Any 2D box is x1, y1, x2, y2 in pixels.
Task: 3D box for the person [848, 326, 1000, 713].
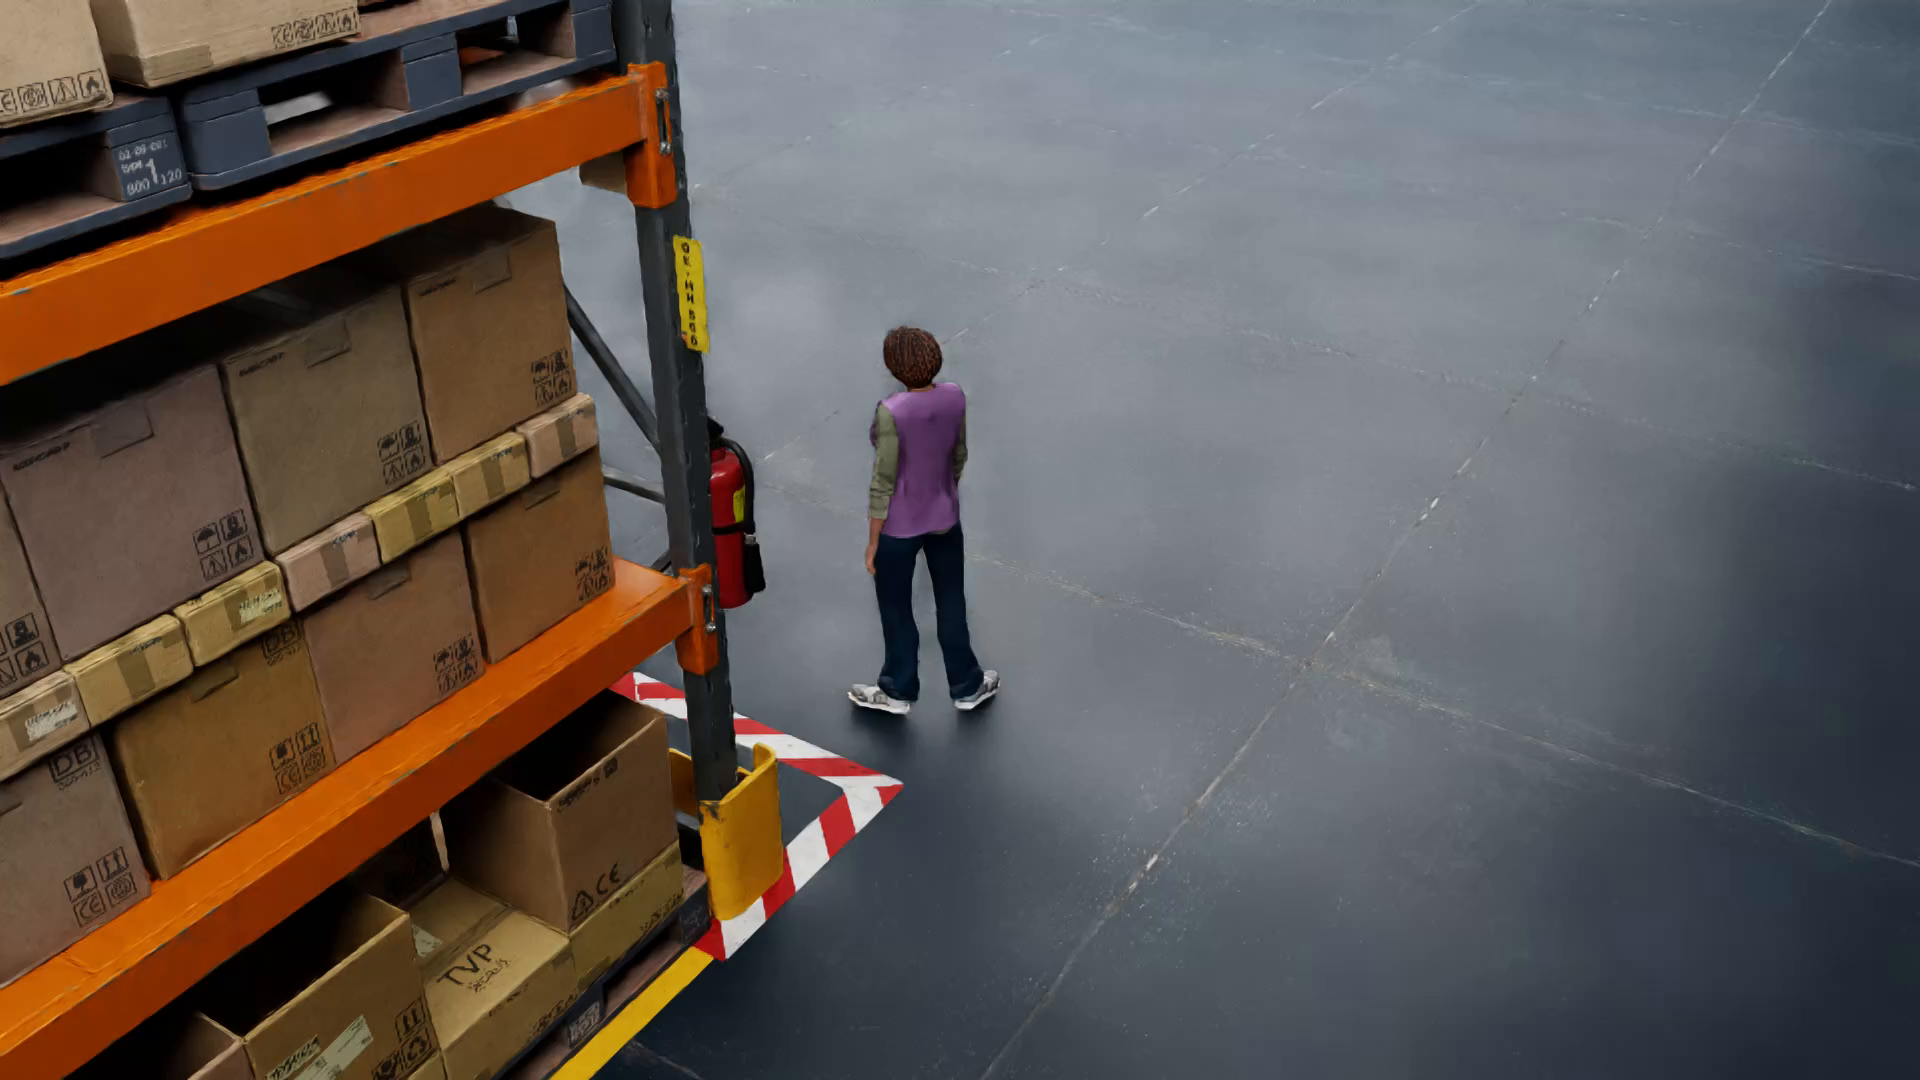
[{"bbox_3d":[-0.121,-0.057,6.209,0.575,1.597,0.374,-17,35,-26],"label":"person"}]
